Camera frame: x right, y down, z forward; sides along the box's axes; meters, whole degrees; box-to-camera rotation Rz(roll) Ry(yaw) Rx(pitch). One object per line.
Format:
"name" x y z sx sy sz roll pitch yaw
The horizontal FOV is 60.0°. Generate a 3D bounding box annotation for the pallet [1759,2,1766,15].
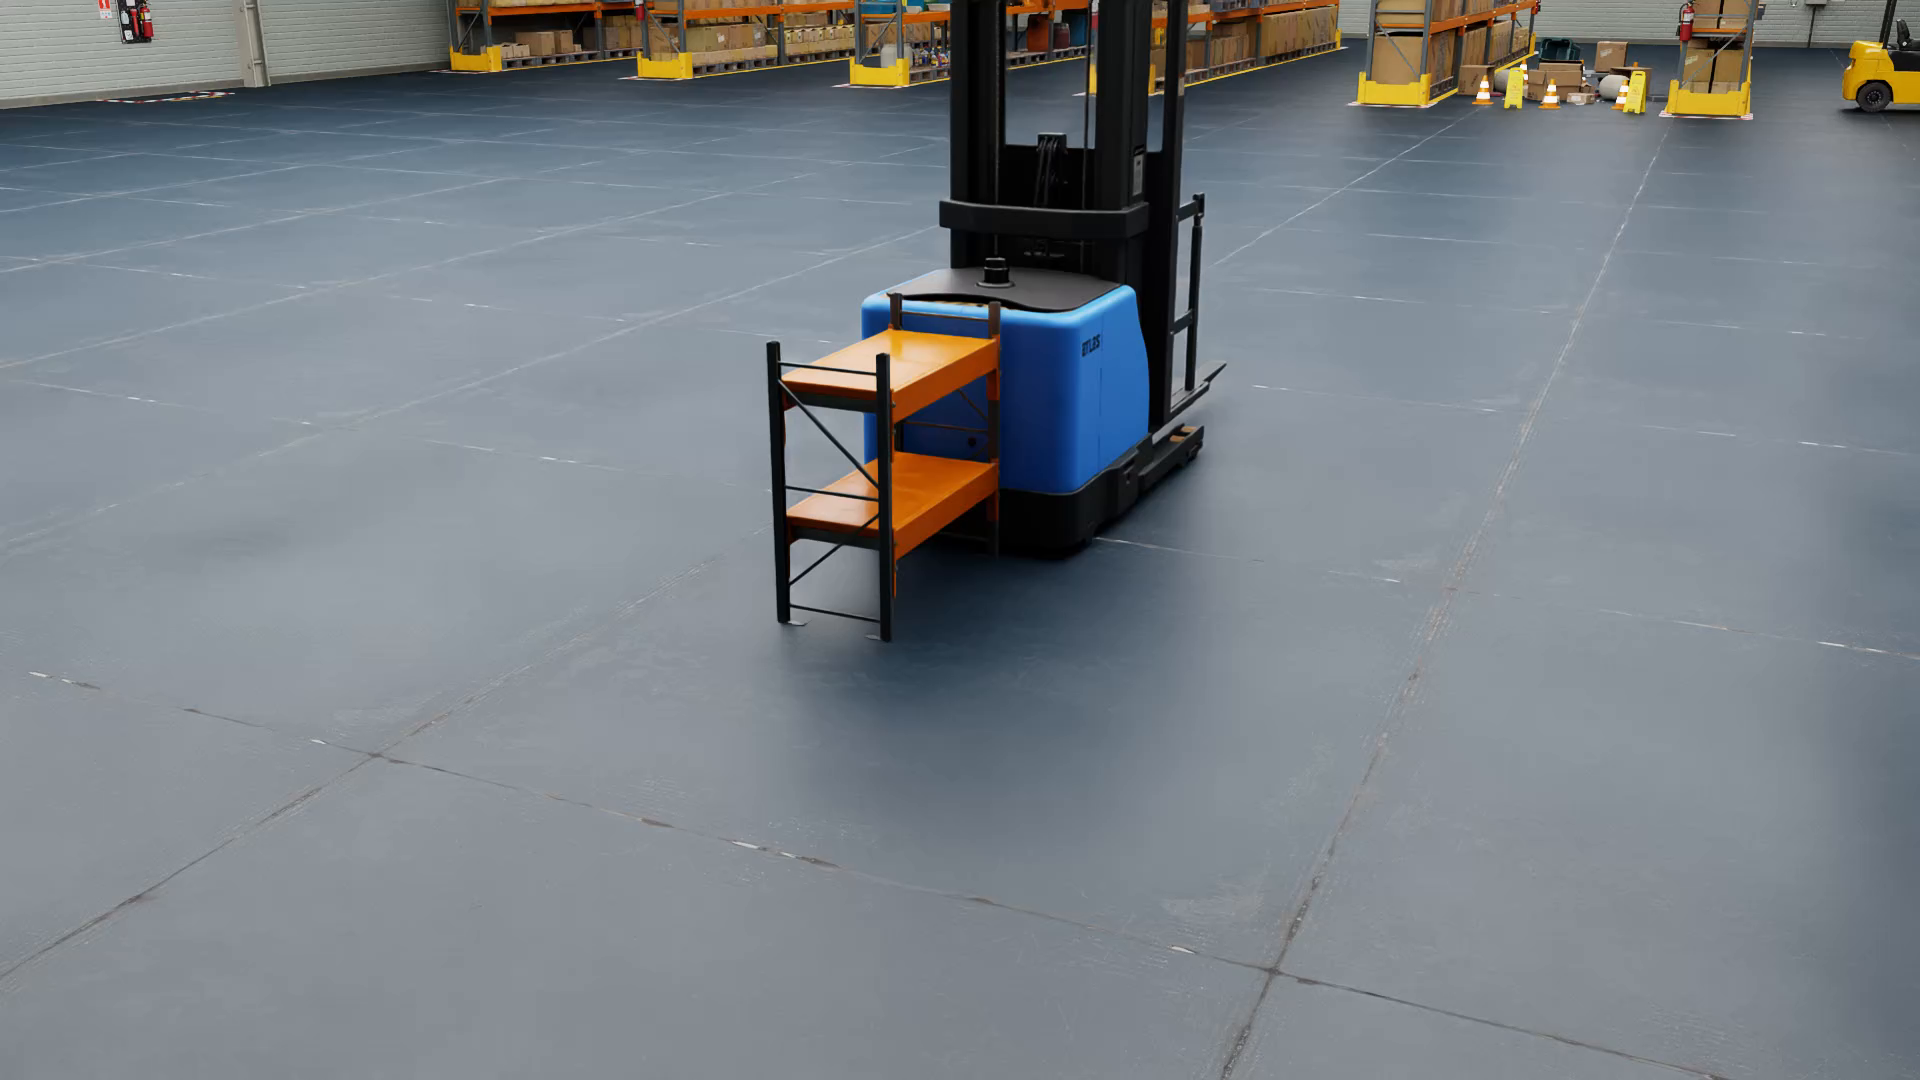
"pallet" 15.078 -10.393 32.502 1.213 0.211 1.003 9 21 23

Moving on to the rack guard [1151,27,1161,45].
"rack guard" 4.987 -14.032 46.179 1.175 0.500 0.348 9 21 23

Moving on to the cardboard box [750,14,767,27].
"cardboard box" -5.834 -14.306 45.800 0.750 0.750 0.750 9 21 23

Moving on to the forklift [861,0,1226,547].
"forklift" 0.624 -1.803 8.165 1.130 2.935 3.031 9 21 23

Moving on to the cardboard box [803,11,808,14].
"cardboard box" -4.685 -15.492 48.690 0.380 0.149 0.250 9 21 23

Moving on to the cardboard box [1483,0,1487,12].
"cardboard box" 10.366 -10.932 33.581 0.500 0.500 0.500 8 21 22

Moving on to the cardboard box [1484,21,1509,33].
"cardboard box" 12.057 -11.543 37.433 0.500 0.250 0.500 10 22 25

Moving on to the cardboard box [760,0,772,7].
"cardboard box" -4.618 -12.124 36.934 0.700 0.500 0.500 8 21 21

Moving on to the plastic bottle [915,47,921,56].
"plastic bottle" -0.885 -10.114 34.729 0.144 0.351 0.185 8 21 22

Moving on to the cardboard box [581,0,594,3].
"cardboard box" -8.880 -12.644 38.740 0.500 0.250 0.500 9 21 23

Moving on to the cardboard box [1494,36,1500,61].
"cardboard box" 11.441 -10.720 36.238 0.500 0.500 0.500 9 21 23

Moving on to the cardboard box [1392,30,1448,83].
"cardboard box" 8.391 -8.879 30.504 0.875 0.875 0.875 9 21 23

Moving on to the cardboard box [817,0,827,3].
"cardboard box" -3.476 -12.968 39.307 0.500 0.500 0.500 7 21 20

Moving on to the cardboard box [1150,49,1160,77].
"cardboard box" 3.441 -9.026 31.476 0.500 0.500 0.500 15 25 37

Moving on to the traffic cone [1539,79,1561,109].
"traffic cone" 9.844 -7.432 27.675 0.336 0.463 0.334 9 21 23

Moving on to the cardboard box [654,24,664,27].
"cardboard box" -7.889 -12.775 41.989 0.700 0.500 0.500 9 21 23

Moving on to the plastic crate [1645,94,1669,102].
"plastic crate" 12.244 -7.750 29.141 0.402 0.080 0.583 1 20 4

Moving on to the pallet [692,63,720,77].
"pallet" -5.805 -9.916 35.037 1.003 0.211 1.213 9 21 23

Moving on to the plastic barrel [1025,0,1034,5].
"plastic barrel" 1.487 -12.464 37.873 0.421 0.512 0.421 0 20 0

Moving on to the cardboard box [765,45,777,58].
"cardboard box" -4.433 -10.944 37.242 0.500 0.250 0.500 9 21 23

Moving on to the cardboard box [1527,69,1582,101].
"cardboard box" 10.407 -7.978 29.152 0.797 0.503 0.637 -5 20 -15

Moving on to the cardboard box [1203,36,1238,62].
"cardboard box" 5.535 -10.552 35.737 0.700 0.500 0.500 11 22 27

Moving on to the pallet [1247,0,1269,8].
"pallet" 6.037 -11.753 36.326 1.213 0.211 1.003 9 21 23

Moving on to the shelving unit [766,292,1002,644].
"shelving unit" -0.275 -0.329 6.714 0.538 1.125 1.048 9 21 23

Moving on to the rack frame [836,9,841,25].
"rack frame" -4.049 -16.560 49.557 1.000 3.000 0.127 9 21 23

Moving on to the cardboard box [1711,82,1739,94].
"cardboard box" 12.580 -7.381 27.224 0.500 0.250 0.500 8 21 22

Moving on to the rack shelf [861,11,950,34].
"rack shelf" -0.744 -10.582 33.821 1.077 0.370 4.000 9 21 23

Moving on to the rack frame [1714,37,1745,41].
"rack frame" 15.273 -10.716 33.124 1.000 3.000 0.127 9 21 23

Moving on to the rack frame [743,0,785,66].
"rack frame" -4.442 -12.213 37.334 1.000 3.000 0.127 9 21 23

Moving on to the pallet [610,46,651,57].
"pallet" -8.147 -12.190 41.432 1.003 0.211 1.213 9 21 23

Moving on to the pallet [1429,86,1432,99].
"pallet" 7.696 -7.860 29.255 1.003 0.211 1.213 9 21 23

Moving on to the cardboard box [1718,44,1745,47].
"cardboard box" 13.223 -8.219 28.461 0.500 0.500 0.500 10 22 26

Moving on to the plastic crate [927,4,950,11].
"plastic crate" -0.358 -10.877 33.971 0.530 0.136 0.437 9 21 23

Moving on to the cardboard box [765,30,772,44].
"cardboard box" -4.538 -11.543 38.089 0.500 0.311 0.500 9 21 23

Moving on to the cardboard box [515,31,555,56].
"cardboard box" -9.656 -11.289 37.810 0.700 0.500 0.500 7 21 19

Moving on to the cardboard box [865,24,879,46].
"cardboard box" -2.357 -12.565 41.399 0.500 0.500 0.500 10 22 25

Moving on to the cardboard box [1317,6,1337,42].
"cardboard box" 9.319 -13.511 43.528 0.875 0.875 0.875 9 21 23

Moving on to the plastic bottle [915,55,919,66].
"plastic bottle" -0.904 -9.924 34.418 0.097 0.201 0.097 0 20 0

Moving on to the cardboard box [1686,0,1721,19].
"cardboard box" 11.968 -8.661 26.753 0.500 0.500 0.500 8 21 22

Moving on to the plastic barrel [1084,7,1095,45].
"plastic barrel" 3.113 -13.023 42.117 0.600 0.901 0.708 9 21 23

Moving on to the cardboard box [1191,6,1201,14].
"cardboard box" 4.505 -10.393 32.592 0.380 0.149 0.250 9 21 23

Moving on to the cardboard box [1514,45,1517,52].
"cardboard box" 12.905 -11.590 39.210 0.380 0.149 0.250 9 22 24

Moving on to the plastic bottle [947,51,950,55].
"plastic bottle" -0.206 -10.013 34.557 0.152 0.276 0.135 9 21 24

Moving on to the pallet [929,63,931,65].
"pallet" -0.238 -10.019 35.326 1.003 0.211 1.213 9 21 23

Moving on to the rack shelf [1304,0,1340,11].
"rack shelf" 8.689 -13.571 42.225 1.077 0.370 4.000 9 21 23

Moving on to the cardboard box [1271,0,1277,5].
"cardboard box" 6.888 -12.392 37.687 0.500 0.500 0.500 8 21 21

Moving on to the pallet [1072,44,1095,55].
"pallet" 2.997 -12.434 42.116 1.003 0.211 1.213 9 21 23

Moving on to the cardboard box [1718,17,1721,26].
"cardboard box" 12.393 -8.606 27.565 0.380 0.149 0.250 9 21 23

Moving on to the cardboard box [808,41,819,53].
"cardboard box" -3.631 -11.520 38.861 0.500 0.250 0.500 8 21 21

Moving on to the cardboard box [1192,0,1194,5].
"cardboard box" 4.117 -10.763 32.663 0.875 0.500 0.500 9 21 23
